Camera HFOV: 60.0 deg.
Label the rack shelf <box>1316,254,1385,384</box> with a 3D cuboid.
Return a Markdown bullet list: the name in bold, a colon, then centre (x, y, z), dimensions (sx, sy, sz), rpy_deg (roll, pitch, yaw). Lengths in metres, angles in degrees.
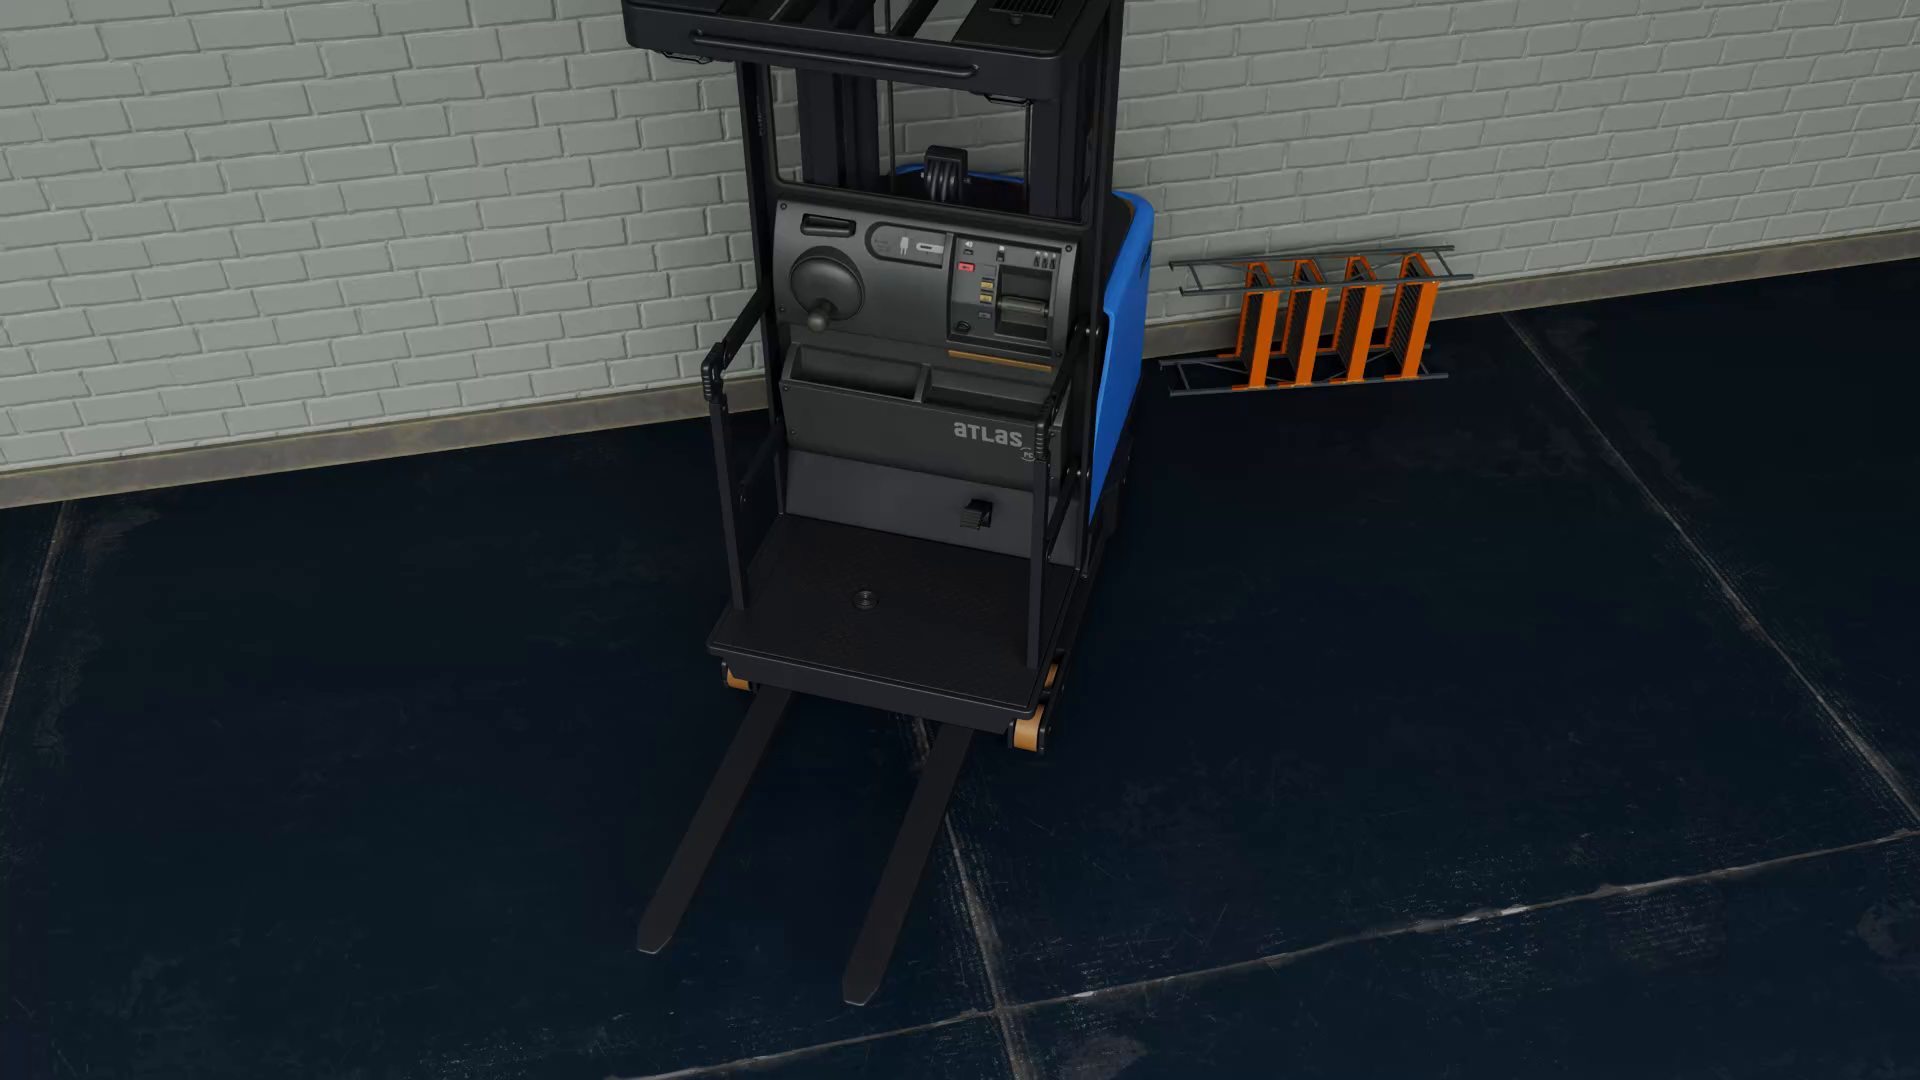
- **rack shelf**: centre (1.609, -0.918, 6.894), dimensions (0.148, 0.480, 0.258), rpy_deg (-4, 42, -6)

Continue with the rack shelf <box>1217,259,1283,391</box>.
- **rack shelf**: centre (1.190, -0.887, 6.849), dimensions (0.148, 0.480, 0.258), rpy_deg (-4, 42, -6)

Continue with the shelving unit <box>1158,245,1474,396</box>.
- **shelving unit**: centre (1.454, -0.907, 6.878), dimensions (1.200, 0.503, 0.258), rpy_deg (-4, 42, -6)

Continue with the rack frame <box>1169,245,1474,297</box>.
- **rack frame**: centre (1.458, -1.089, 6.716), dimensions (1.200, 0.015, 0.240), rpy_deg (-4, 42, -6)

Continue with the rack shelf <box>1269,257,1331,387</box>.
- **rack shelf**: centre (1.387, -0.902, 6.870), dimensions (0.148, 0.480, 0.258), rpy_deg (-4, 42, -6)

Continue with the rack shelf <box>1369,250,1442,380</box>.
- **rack shelf**: centre (1.844, -0.936, 6.920), dimensions (0.148, 0.480, 0.258), rpy_deg (-4, 42, -6)

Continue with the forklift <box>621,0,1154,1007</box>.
- **forklift**: centre (-0.170, -0.697, 4.827), dimensions (1.130, 2.935, 3.031), rpy_deg (11, 43, 12)

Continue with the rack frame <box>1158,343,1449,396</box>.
- **rack frame**: centre (1.450, -0.724, 7.039), dimensions (1.200, 0.015, 0.240), rpy_deg (-4, 42, -6)
